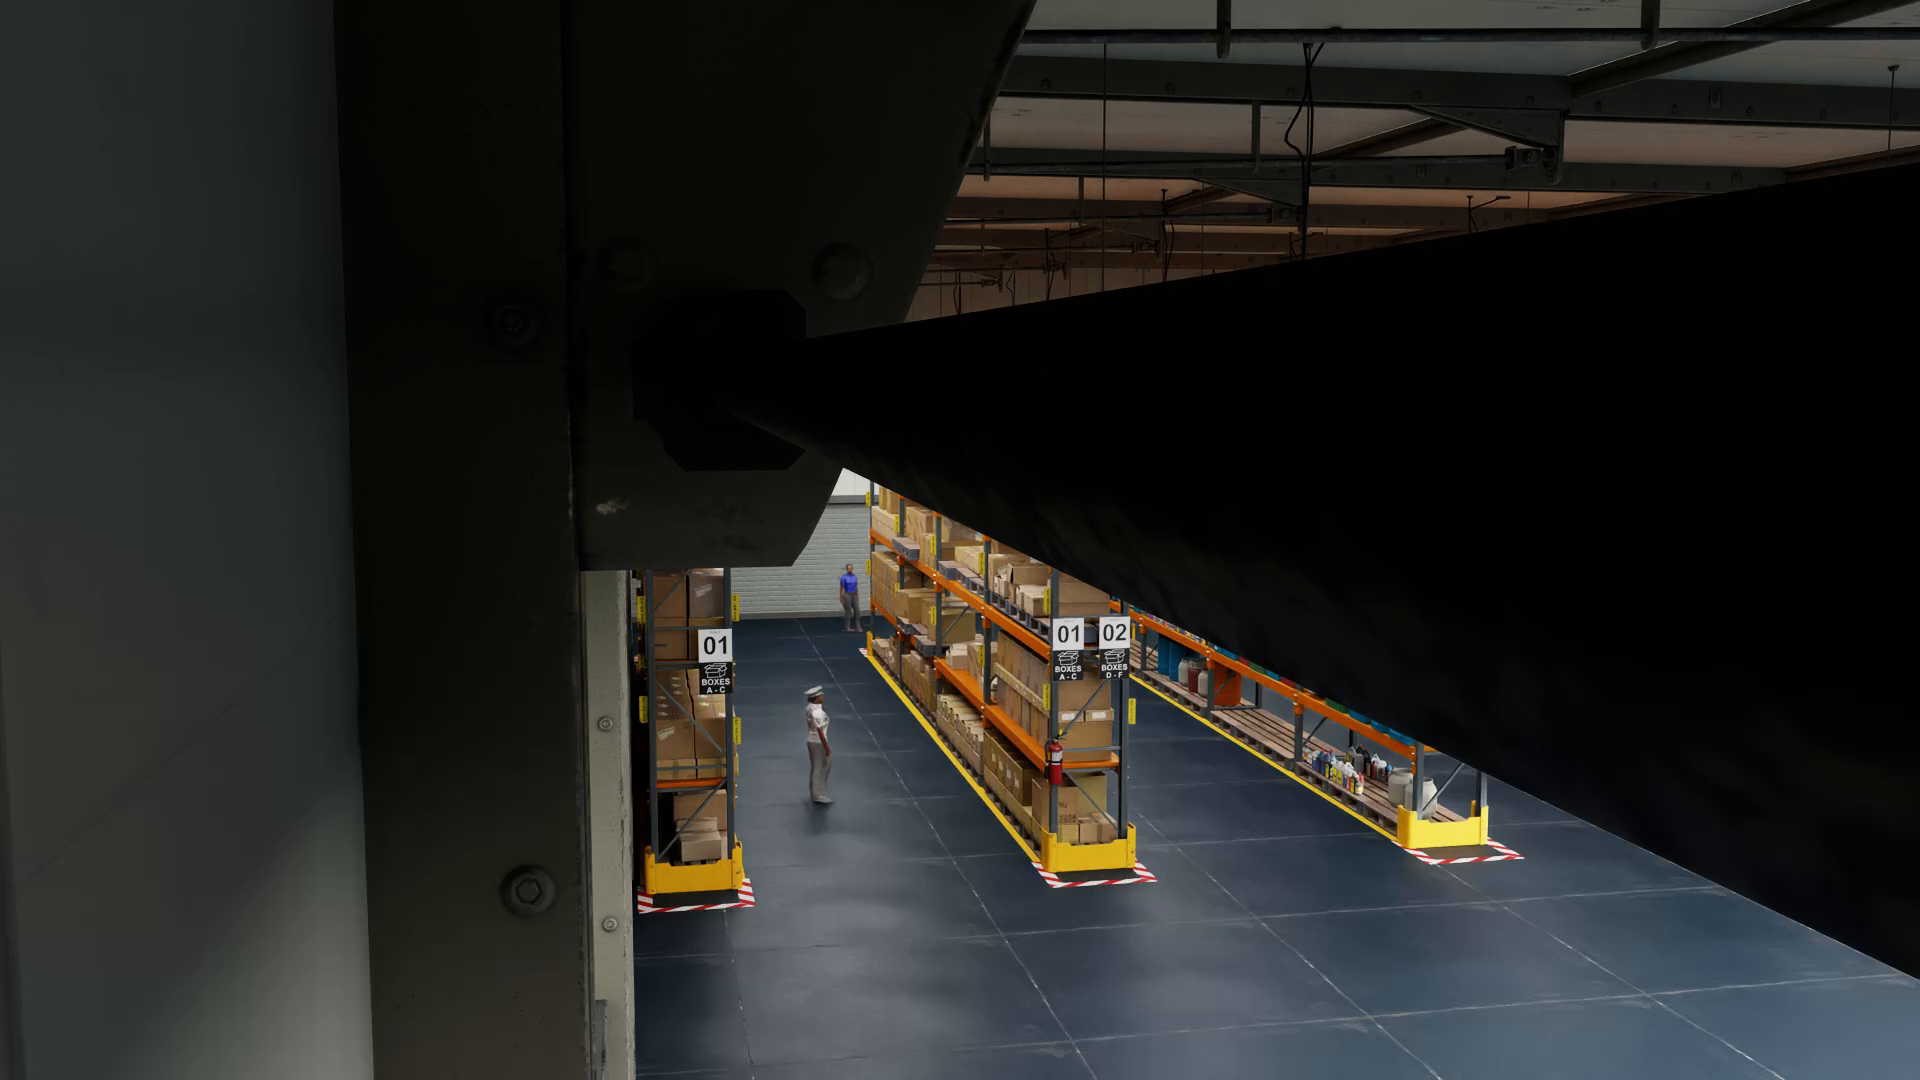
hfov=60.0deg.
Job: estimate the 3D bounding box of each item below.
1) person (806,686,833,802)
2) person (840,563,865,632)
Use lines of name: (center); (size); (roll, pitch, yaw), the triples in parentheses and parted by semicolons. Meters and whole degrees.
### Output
person: (-2.057, 2.989, 24.245); (0.383, 1.748, 0.472); (0, 6, -2)
person: (-2.595, 1.404, 39.595); (0.431, 1.684, 0.601); (5, 8, 38)
